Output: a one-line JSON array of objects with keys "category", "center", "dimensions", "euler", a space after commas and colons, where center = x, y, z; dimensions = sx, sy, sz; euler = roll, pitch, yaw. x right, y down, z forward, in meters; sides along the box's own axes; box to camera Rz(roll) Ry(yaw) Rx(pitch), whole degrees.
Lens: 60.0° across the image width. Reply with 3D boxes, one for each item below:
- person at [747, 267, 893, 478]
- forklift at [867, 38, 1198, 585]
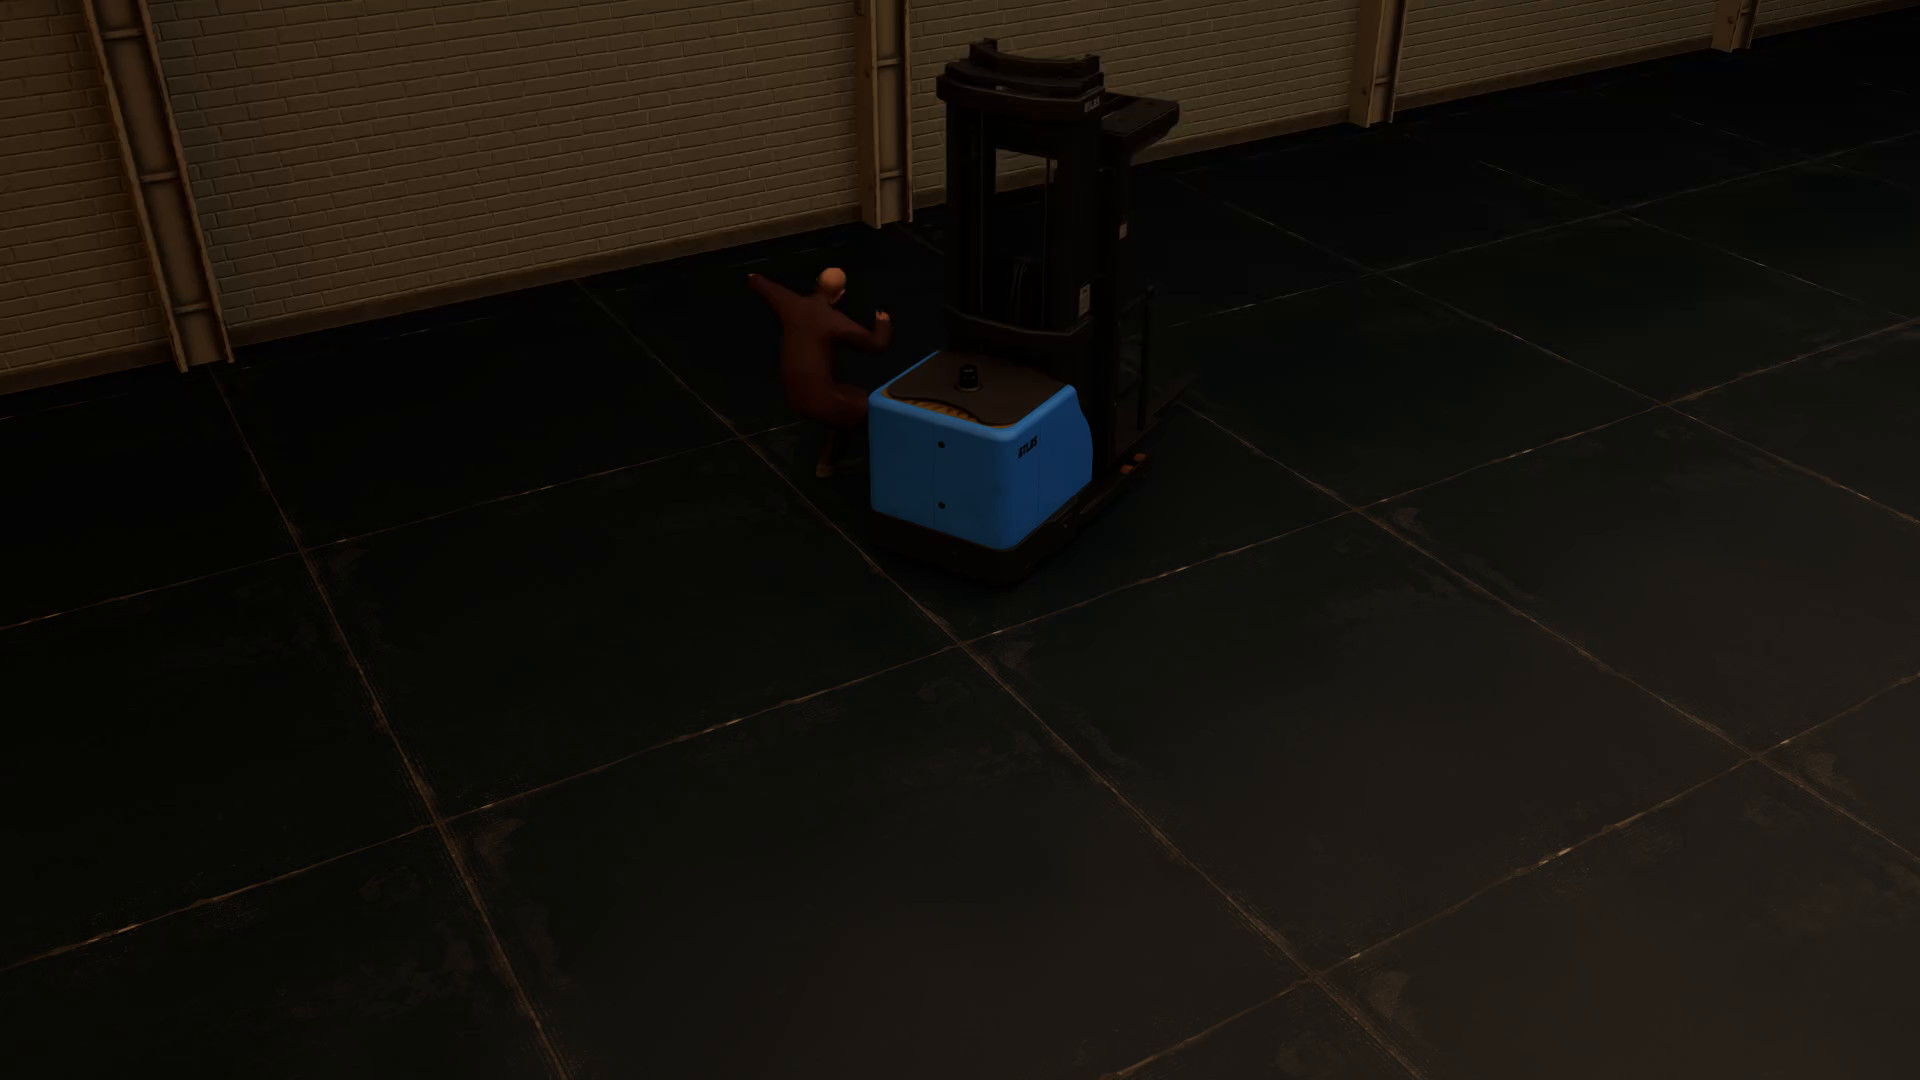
[{"category": "person", "center": [-0.820, -1.076, 10.824], "dimensions": [1.673, 1.490, 0.822], "euler": [22, 37, 32]}, {"category": "forklift", "center": [0.642, -1.707, 10.497], "dimensions": [1.130, 2.935, 3.031], "euler": [18, 35, 27]}]
